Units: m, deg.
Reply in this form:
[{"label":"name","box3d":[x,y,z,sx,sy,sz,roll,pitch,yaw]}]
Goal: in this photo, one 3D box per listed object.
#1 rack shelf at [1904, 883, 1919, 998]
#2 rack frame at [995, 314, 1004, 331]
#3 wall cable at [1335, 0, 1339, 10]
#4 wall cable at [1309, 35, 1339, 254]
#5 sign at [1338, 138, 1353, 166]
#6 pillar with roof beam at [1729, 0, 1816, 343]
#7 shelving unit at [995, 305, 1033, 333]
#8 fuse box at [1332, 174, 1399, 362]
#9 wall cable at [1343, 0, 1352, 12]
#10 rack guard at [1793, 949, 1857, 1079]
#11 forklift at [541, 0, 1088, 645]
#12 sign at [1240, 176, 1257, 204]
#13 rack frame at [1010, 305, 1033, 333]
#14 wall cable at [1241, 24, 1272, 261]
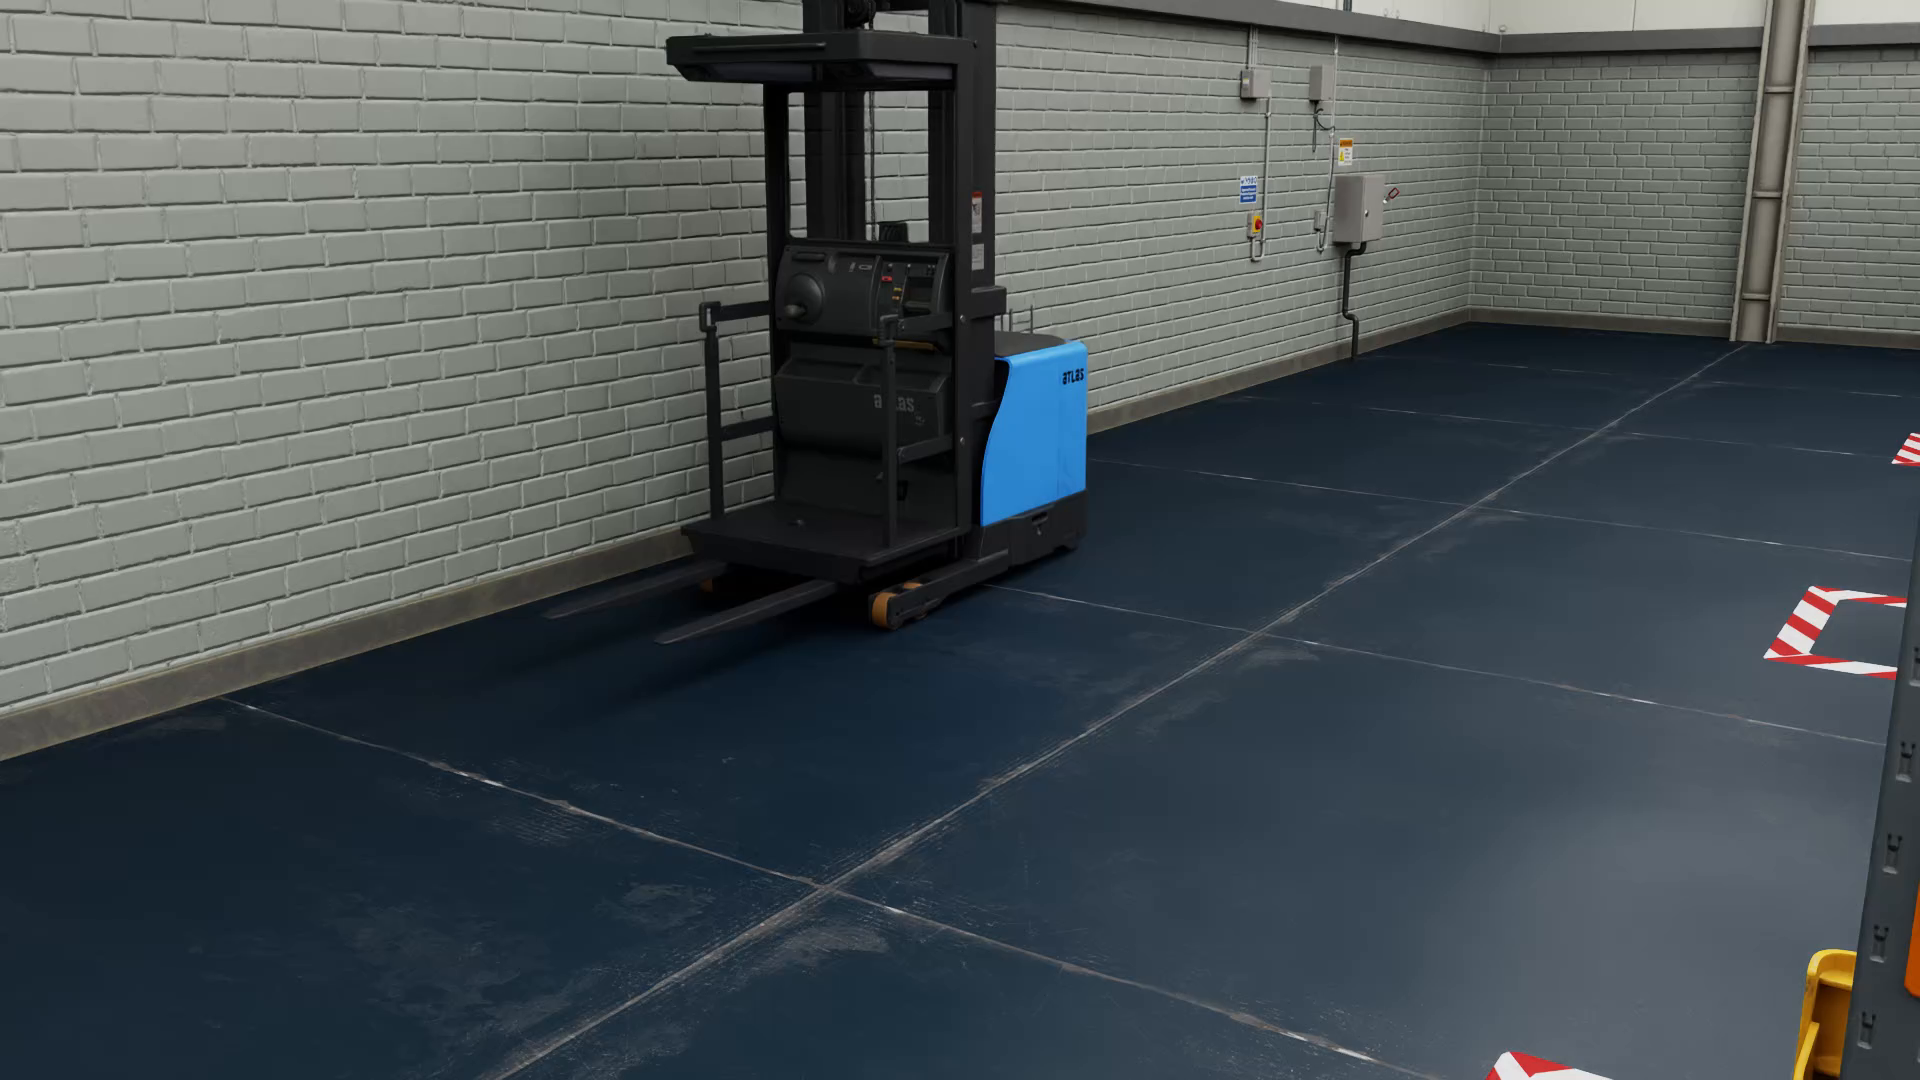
[{"label":"rack shelf","box3d":[3.253,0.616,1.591,4.000,0.370,1.077,9,17,33]},{"label":"rack frame","box3d":[0.172,-0.679,9.071,0.006,1.200,0.240,9,16,31]},{"label":"wall cable","box3d":[2.669,-5.746,13.308,0.029,3.000,2.355,9,17,33]},{"label":"wall cable","box3d":[3.214,-3.507,14.633,0.122,1.984,0.588,9,17,33]},{"label":"sign","box3d":[3.523,-3.546,15.187,0.001,0.242,0.339,9,17,33]},{"label":"pillar with roof beam","box3d":[5.755,-5.563,12.568,0.400,9.000,9.100,9,17,33]},{"label":"shelving unit","box3d":[0.249,-0.668,9.024,0.189,1.200,0.258,9,16,31]},{"label":"fuse box","box3d":[3.726,-2.503,15.374,0.414,1.711,0.539,9,17,33]},{"label":"wall cable","box3d":[4.255,-6.315,15.527,0.133,3.039,2.988,9,17,33]},{"label":"rack guard","box3d":[1.574,1.208,2.901,0.348,0.500,1.175,9,17,33]},{"label":"forklift","box3d":[-0.568,-1.160,7.410,1.130,2.935,3.031,9,17,32]},{"label":"sign","box3d":[2.355,-2.859,13.568,0.001,0.218,0.327,9,17,33]},{"label":"rack frame","box3d":[0.327,-0.656,8.977,0.006,1.200,0.240,9,16,31]},{"label":"wall cable","box3d":[2.432,-3.238,13.480,0.123,1.953,0.585,9,17,33]}]
